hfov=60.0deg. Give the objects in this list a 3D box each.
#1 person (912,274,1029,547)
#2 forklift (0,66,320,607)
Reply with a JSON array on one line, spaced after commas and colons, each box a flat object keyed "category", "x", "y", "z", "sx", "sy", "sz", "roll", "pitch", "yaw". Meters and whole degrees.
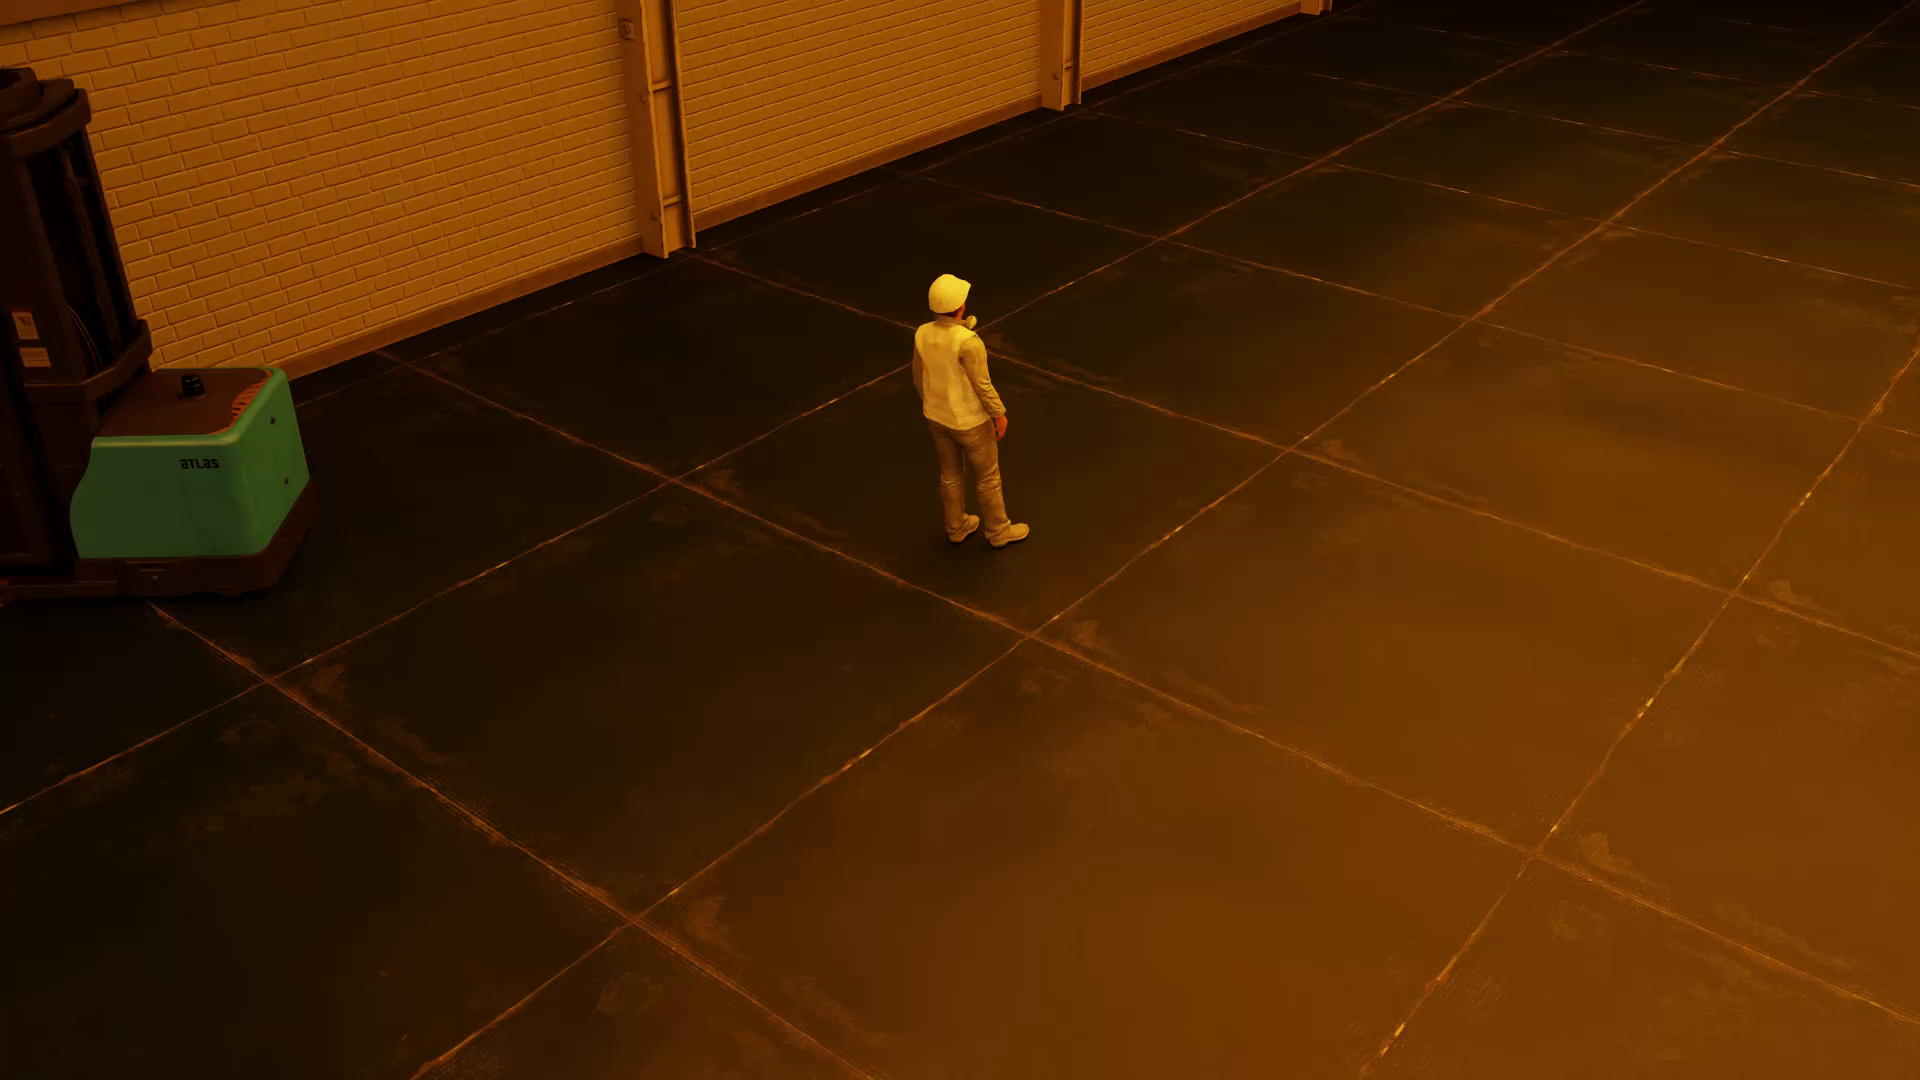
[{"category": "person", "x": 0.045, "y": -0.795, "z": 10.087, "sx": 0.634, "sy": 1.775, "sz": 0.566, "roll": 22, "pitch": 37, "yaw": 33}, {"category": "forklift", "x": -5.607, "y": -1.139, "z": 9.545, "sx": 3.031, "sy": 2.935, "sz": 1.130, "roll": -1, "pitch": 30, "yaw": -2}]
